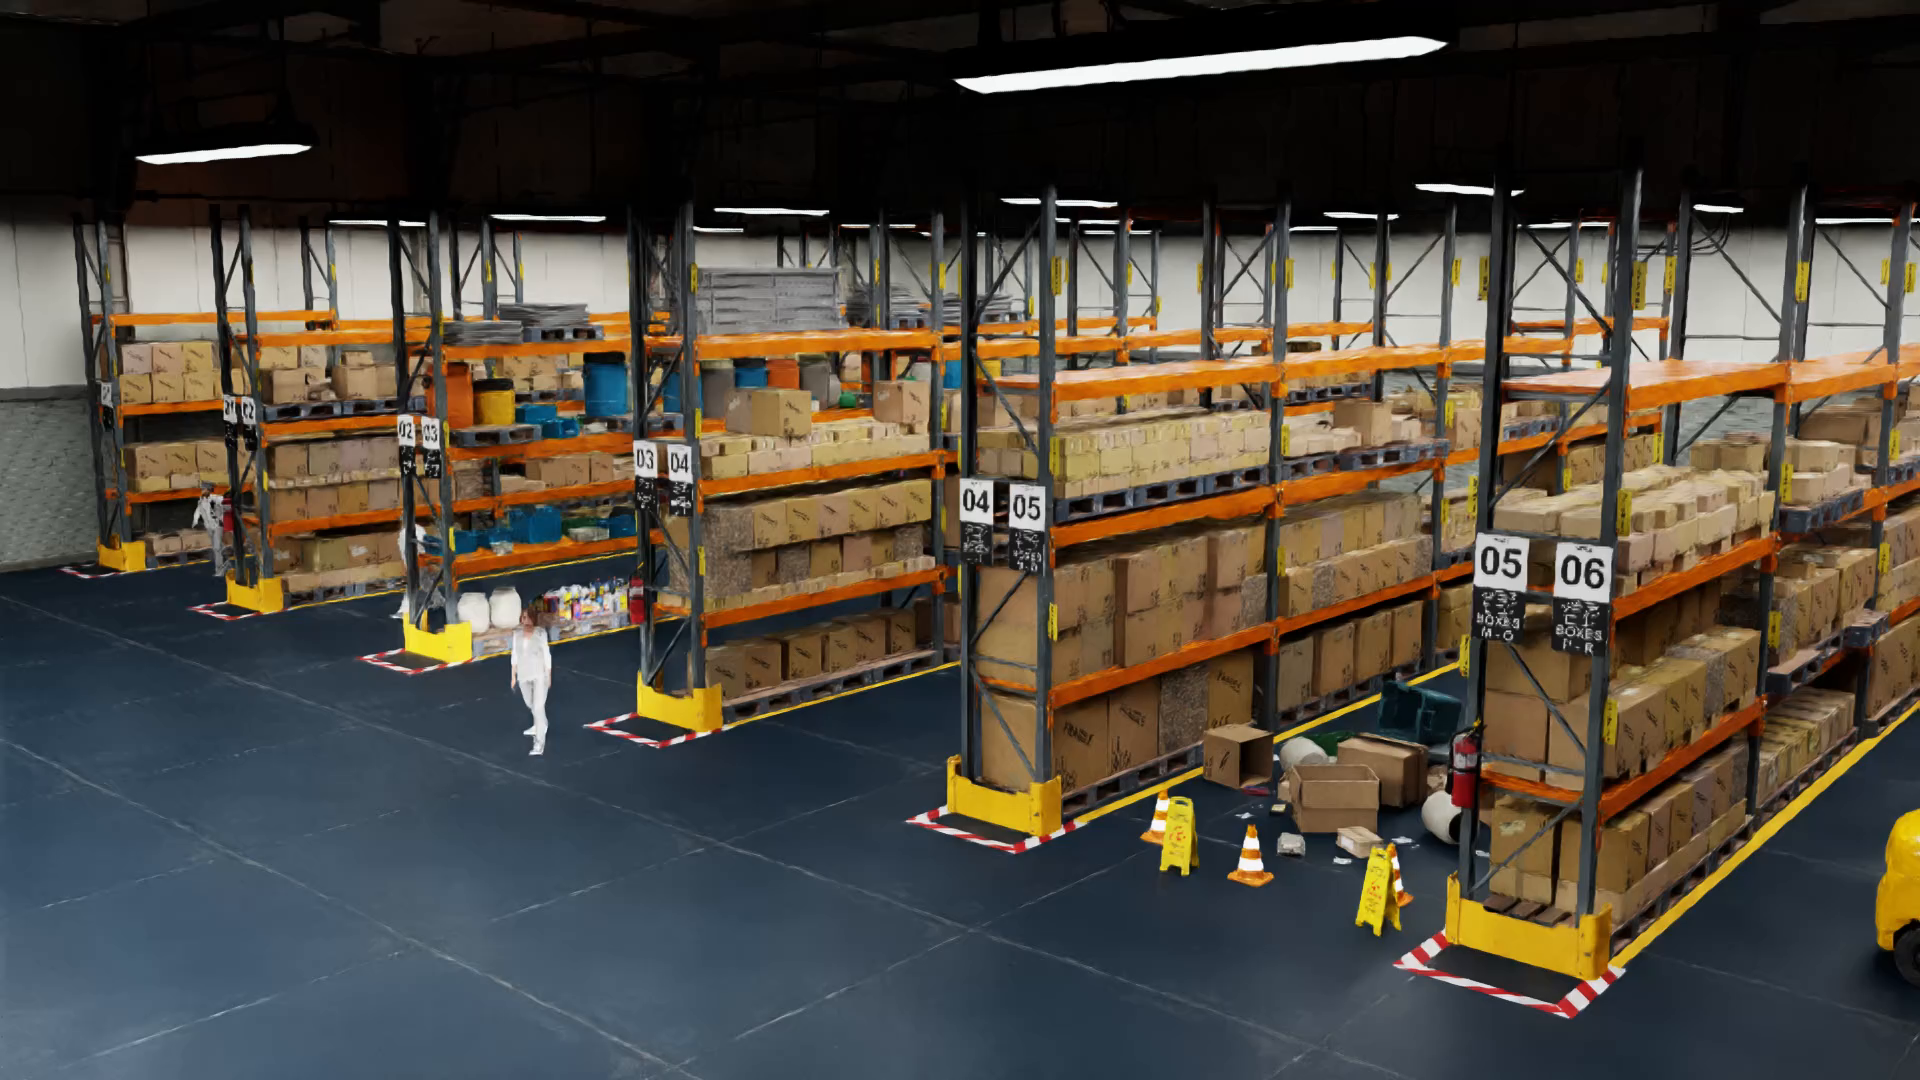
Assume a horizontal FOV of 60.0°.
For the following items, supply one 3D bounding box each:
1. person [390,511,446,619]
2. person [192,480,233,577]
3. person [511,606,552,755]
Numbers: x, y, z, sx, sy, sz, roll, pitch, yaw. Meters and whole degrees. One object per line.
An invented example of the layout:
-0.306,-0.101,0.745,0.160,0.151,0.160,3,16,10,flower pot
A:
-8.049,0.318,24.495,0.481,1.580,1.091,7,12,38,person
-12.365,-0.213,27.646,0.644,1.615,0.783,4,10,22,person
-4.586,1.457,17.776,0.481,1.560,0.863,2,10,13,person
